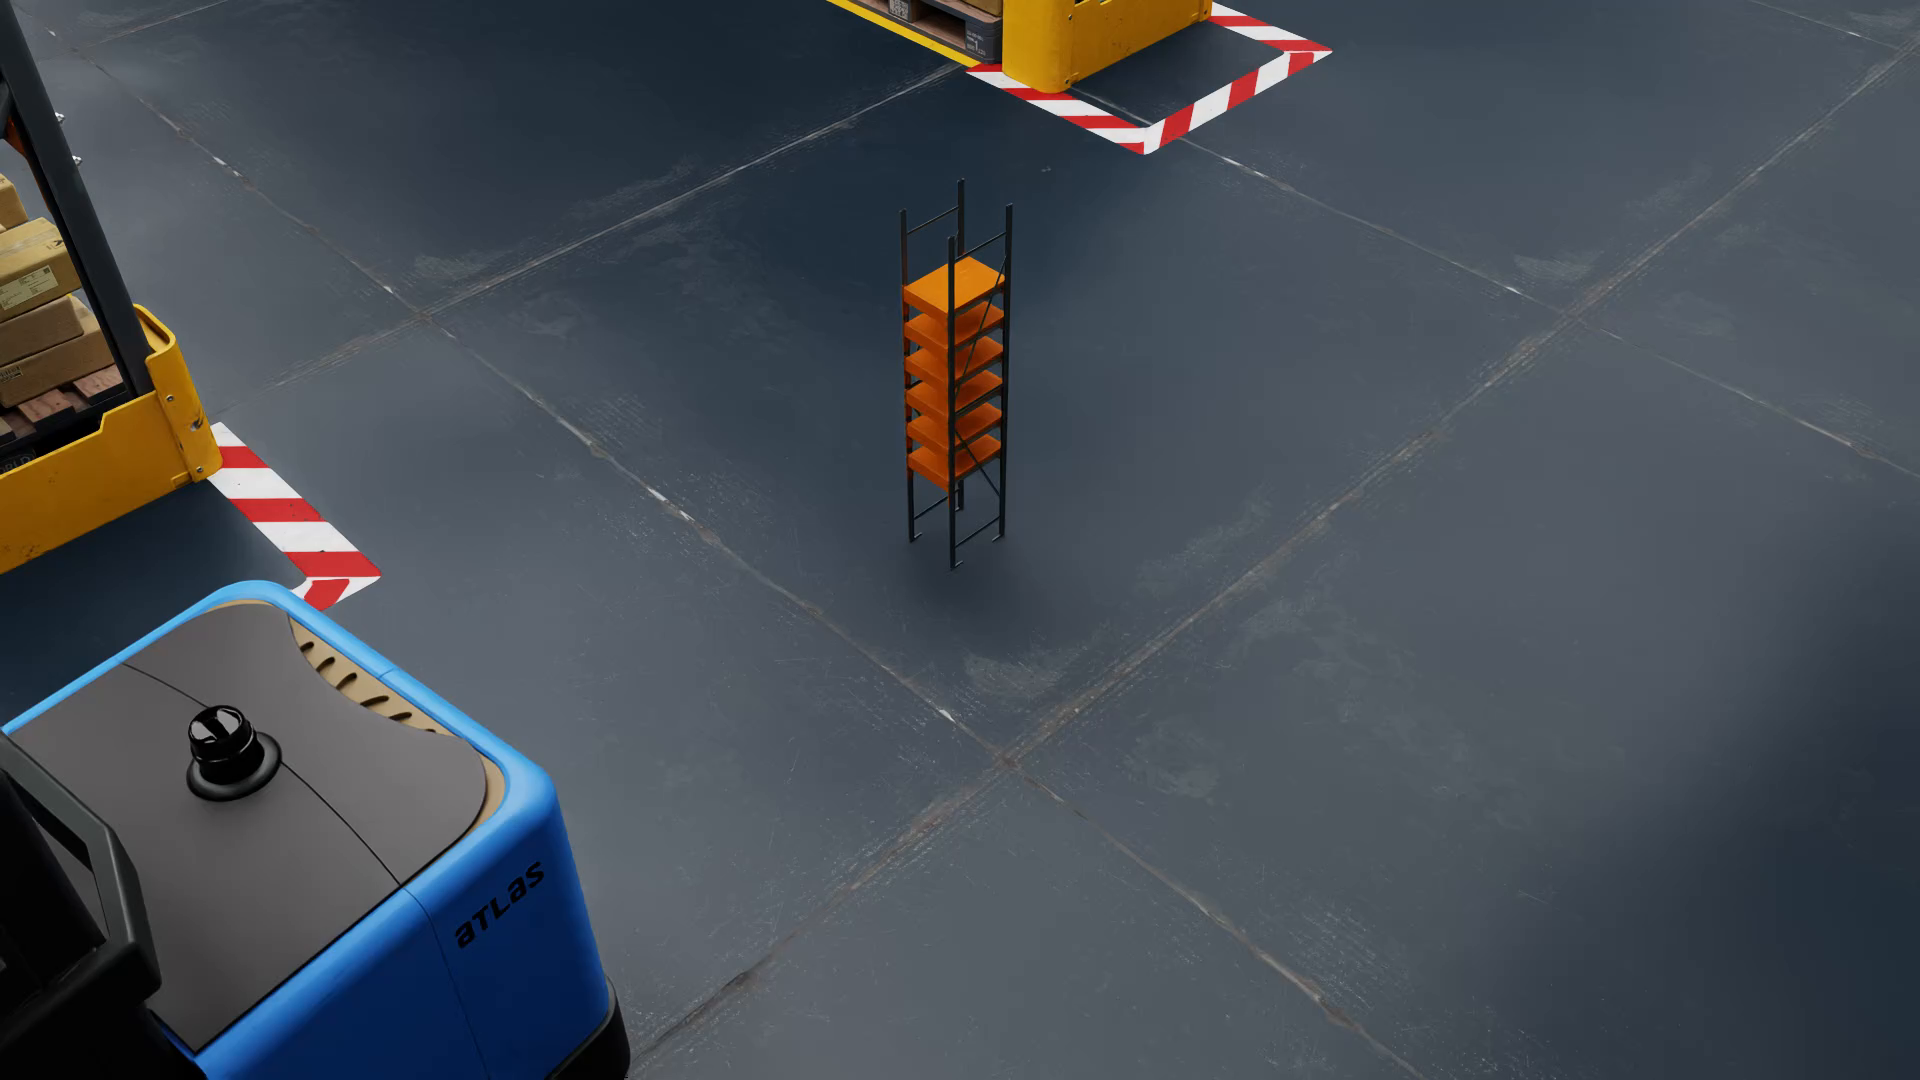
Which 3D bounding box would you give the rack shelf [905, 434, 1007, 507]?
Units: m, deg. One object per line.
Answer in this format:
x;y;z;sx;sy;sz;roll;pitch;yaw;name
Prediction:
-0.010;-0.239;5.043;0.258;0.103;0.180;-34;53;-31;rack shelf

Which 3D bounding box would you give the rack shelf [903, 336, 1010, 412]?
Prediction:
-0.010;-0.503;4.799;0.258;0.103;0.180;-34;53;-31;rack shelf

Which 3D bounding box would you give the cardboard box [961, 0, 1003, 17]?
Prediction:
0.174;-3.085;7.634;0.875;0.875;0.875;-34;53;-31;cardboard box

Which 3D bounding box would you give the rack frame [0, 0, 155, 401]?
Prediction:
-2.901;-1.113;4.244;1.000;3.000;0.127;-34;53;-31;rack frame

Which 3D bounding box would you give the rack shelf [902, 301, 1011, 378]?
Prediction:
-0.010;-0.591;4.718;0.258;0.103;0.180;-34;53;-31;rack shelf

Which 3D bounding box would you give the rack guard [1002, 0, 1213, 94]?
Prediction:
0.699;-2.512;7.600;1.175;0.500;0.348;-34;53;-31;rack guard

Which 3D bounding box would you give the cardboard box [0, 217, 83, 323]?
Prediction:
-3.030;-0.853;5.316;0.250;0.149;0.380;32;51;30;cardboard box

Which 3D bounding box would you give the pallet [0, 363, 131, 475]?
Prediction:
-3.503;-0.533;5.671;1.003;0.211;1.213;-34;53;-31;pallet

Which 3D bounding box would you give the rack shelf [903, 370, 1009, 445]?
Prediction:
-0.010;-0.415;4.880;0.258;0.103;0.180;-34;53;-31;rack shelf

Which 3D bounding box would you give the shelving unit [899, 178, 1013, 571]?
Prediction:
-0.010;-0.448;4.850;0.258;1.200;0.189;-34;53;-31;shelving unit

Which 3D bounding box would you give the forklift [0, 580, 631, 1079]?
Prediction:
-2.061;0.764;2.264;1.130;2.935;3.031;28;49;27;forklift

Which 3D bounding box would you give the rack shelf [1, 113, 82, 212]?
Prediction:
-4.313;-1.810;5.529;1.077;0.370;4.000;-34;53;-31;rack shelf

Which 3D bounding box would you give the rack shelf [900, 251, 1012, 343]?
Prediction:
-0.010;-0.679;4.636;0.258;0.103;0.180;-34;53;-31;rack shelf

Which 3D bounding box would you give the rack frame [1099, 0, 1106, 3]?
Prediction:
0.682;-3.442;6.764;1.000;3.000;0.127;-34;53;-31;rack frame

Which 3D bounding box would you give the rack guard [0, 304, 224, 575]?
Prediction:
-2.954;-0.232;5.132;1.175;0.500;0.348;-34;53;-31;rack guard

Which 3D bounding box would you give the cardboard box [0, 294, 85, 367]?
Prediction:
-3.089;-0.704;5.374;0.380;0.149;0.250;-32;51;-30;cardboard box

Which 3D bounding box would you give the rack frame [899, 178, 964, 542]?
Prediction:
-0.075;-0.492;4.898;0.240;1.200;0.006;-34;53;-31;rack frame

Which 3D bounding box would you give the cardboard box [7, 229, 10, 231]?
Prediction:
-3.582;-1.113;5.817;0.380;0.149;0.250;-32;52;-30;cardboard box

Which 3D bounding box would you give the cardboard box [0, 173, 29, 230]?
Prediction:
-3.397;-1.111;5.595;0.250;0.149;0.380;34;53;31;cardboard box

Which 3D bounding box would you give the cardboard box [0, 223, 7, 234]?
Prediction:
-3.310;-0.928;5.397;0.380;0.149;0.250;-33;52;-31;cardboard box

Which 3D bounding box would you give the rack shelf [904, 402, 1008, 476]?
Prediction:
-0.010;-0.327;4.962;0.258;0.103;0.180;-34;53;-31;rack shelf

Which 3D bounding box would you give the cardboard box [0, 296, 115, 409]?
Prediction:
-3.044;-0.626;5.508;0.380;0.149;0.250;-33;52;-31;cardboard box

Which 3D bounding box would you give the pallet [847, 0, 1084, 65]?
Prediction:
0.062;-2.764;8.086;1.003;0.211;1.213;-34;53;-31;pallet

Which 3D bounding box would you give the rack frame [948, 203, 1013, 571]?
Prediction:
0.054;-0.404;4.803;0.240;1.200;0.006;-34;53;-31;rack frame
